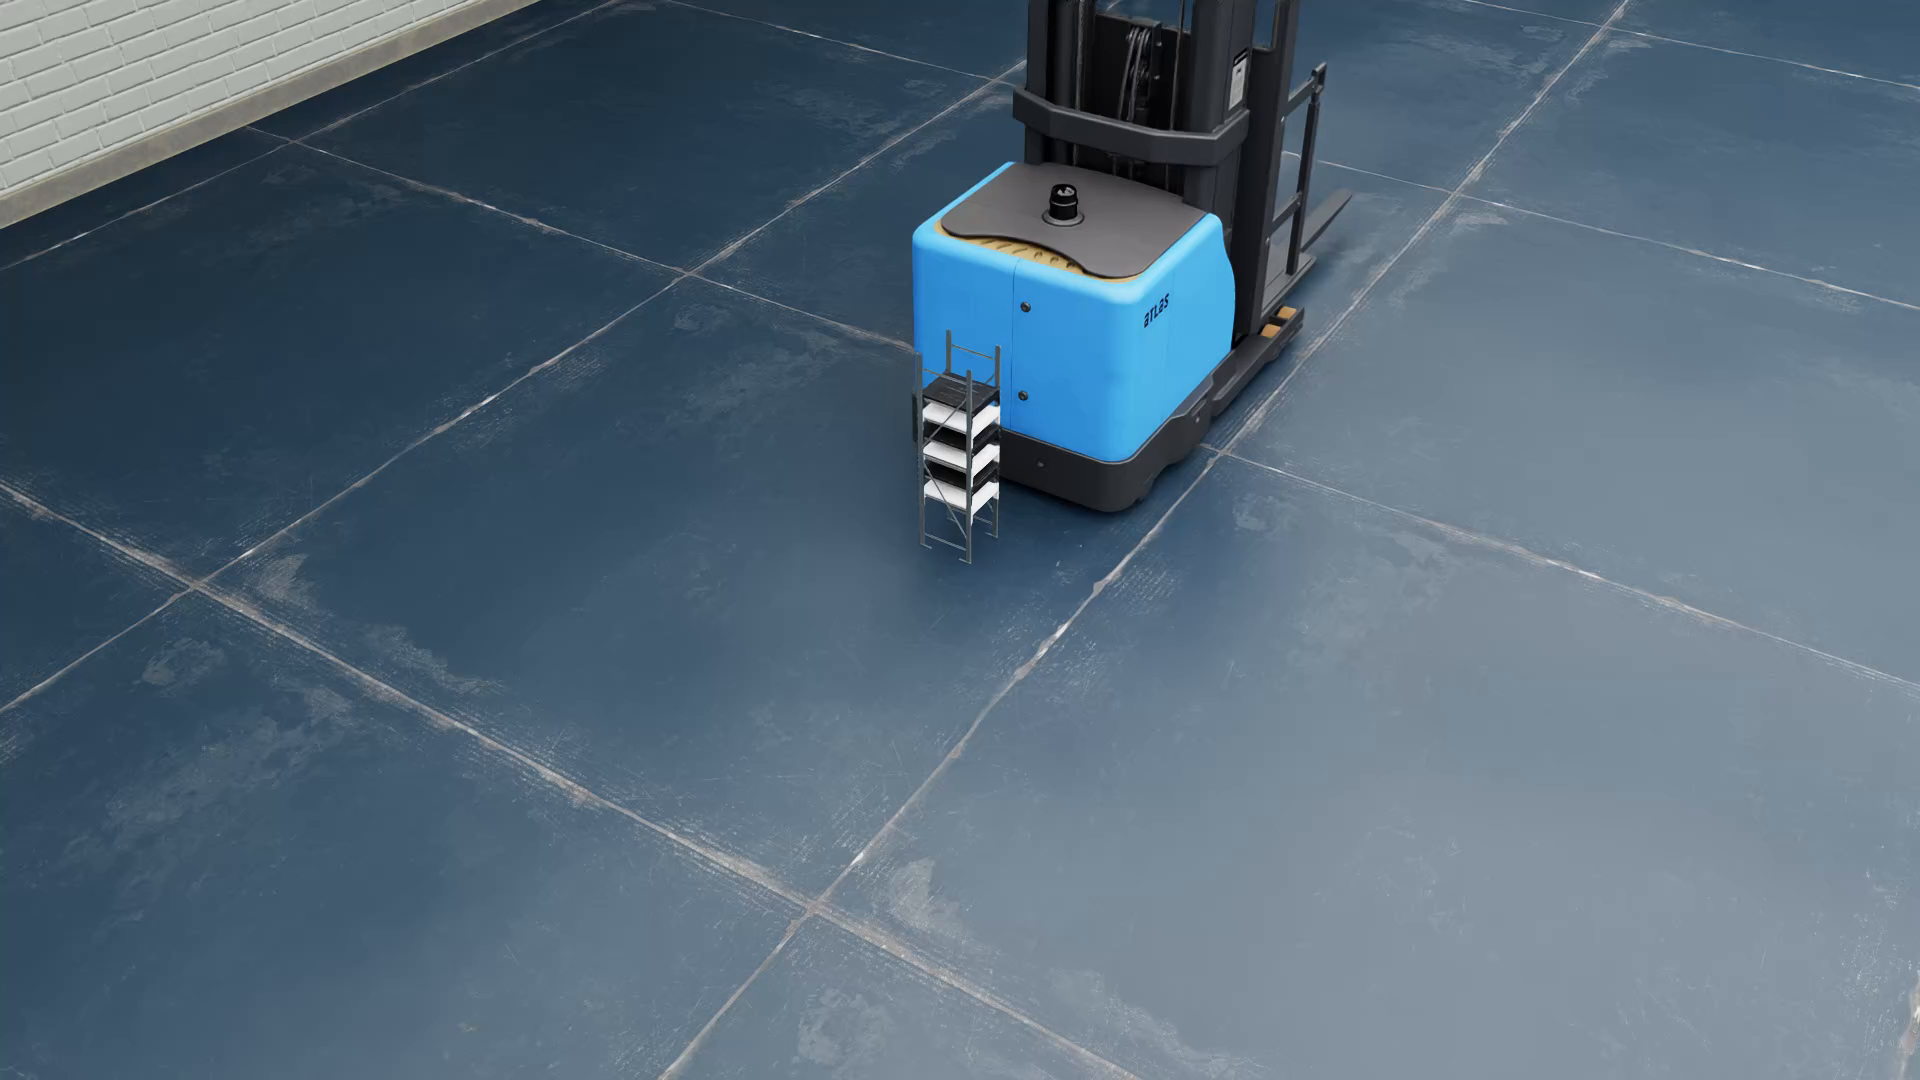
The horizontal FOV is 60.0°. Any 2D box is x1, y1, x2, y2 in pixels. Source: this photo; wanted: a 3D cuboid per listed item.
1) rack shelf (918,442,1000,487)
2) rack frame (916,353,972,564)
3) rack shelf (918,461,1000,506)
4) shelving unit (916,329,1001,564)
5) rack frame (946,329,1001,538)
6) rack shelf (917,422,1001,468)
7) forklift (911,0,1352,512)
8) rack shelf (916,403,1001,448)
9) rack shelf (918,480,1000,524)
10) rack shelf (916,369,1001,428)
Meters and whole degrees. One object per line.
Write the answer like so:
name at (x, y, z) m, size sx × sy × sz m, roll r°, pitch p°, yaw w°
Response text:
rack shelf at (-0.004, -0.326, 6.490) m, size 0.258 × 0.077 × 0.200 m, roll 21°, pitch 42°, yaw 25°
rack frame at (-0.059, -0.300, 6.402) m, size 0.240 × 0.900 × 0.006 m, roll 21°, pitch 42°, yaw 25°
rack shelf at (-0.004, -0.255, 6.545) m, size 0.258 × 0.077 × 0.200 m, roll 21°, pitch 42°, yaw 25°
shelving unit at (-0.004, -0.352, 6.470) m, size 0.258 × 0.900 × 0.210 m, roll 21°, pitch 42°, yaw 25°
rack frame at (0.050, -0.405, 6.538) m, size 0.240 × 0.900 × 0.006 m, roll 21°, pitch 42°, yaw 25°
rack shelf at (-0.004, -0.397, 6.435) m, size 0.258 × 0.077 × 0.200 m, roll 21°, pitch 42°, yaw 25°
forklift at (0.993, -2.148, 7.135) m, size 1.130 × 2.935 × 3.031 m, roll 21°, pitch 42°, yaw 24°
rack shelf at (-0.004, -0.468, 6.380) m, size 0.258 × 0.077 × 0.200 m, roll 21°, pitch 42°, yaw 25°
rack shelf at (-0.004, -0.183, 6.600) m, size 0.258 × 0.077 × 0.200 m, roll 21°, pitch 42°, yaw 25°
rack shelf at (-0.004, -0.540, 6.325) m, size 0.258 × 0.077 × 0.200 m, roll 21°, pitch 42°, yaw 25°
